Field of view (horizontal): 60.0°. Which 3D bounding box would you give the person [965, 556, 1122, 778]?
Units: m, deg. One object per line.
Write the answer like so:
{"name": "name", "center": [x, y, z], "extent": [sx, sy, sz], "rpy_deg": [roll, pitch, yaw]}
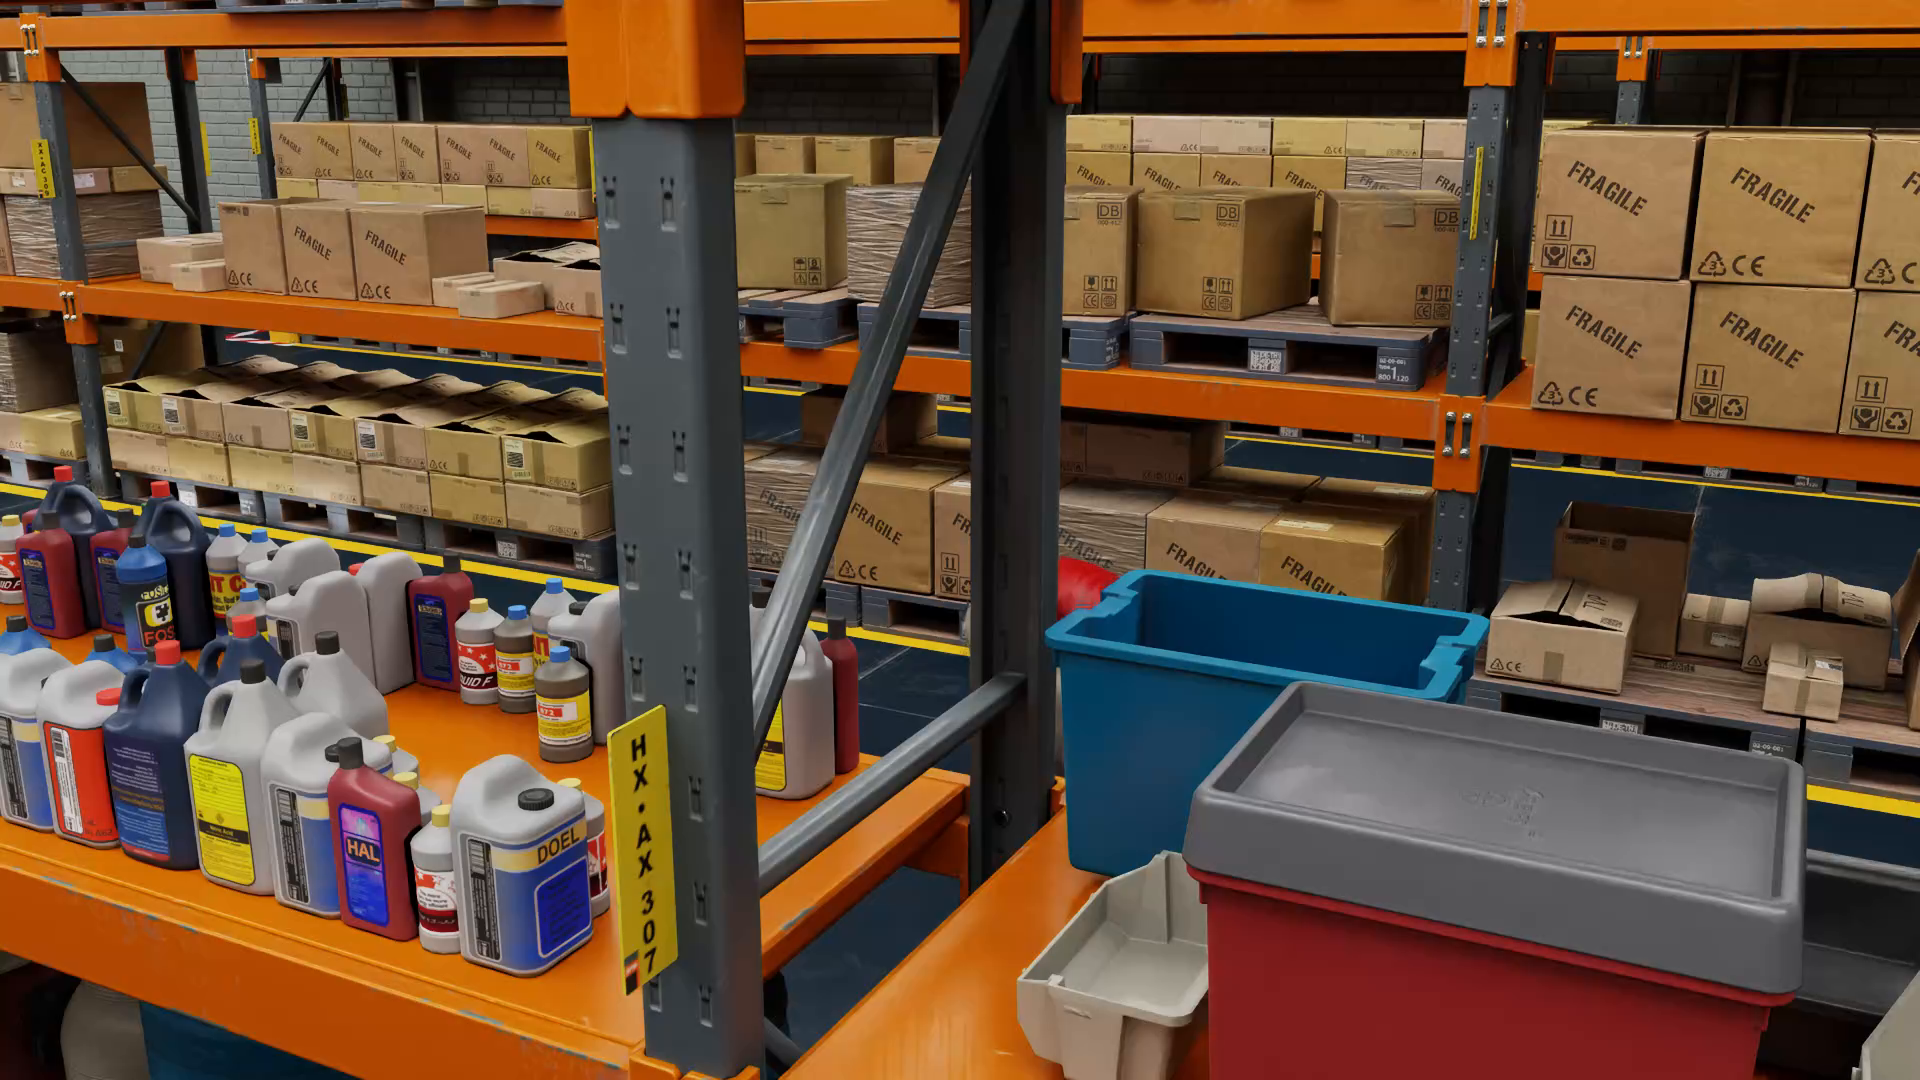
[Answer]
{"name": "person", "center": [0.519, 0.548, 5.551], "extent": [0.899, 0.949, 0.523], "rpy_deg": [7, 17, 23]}
